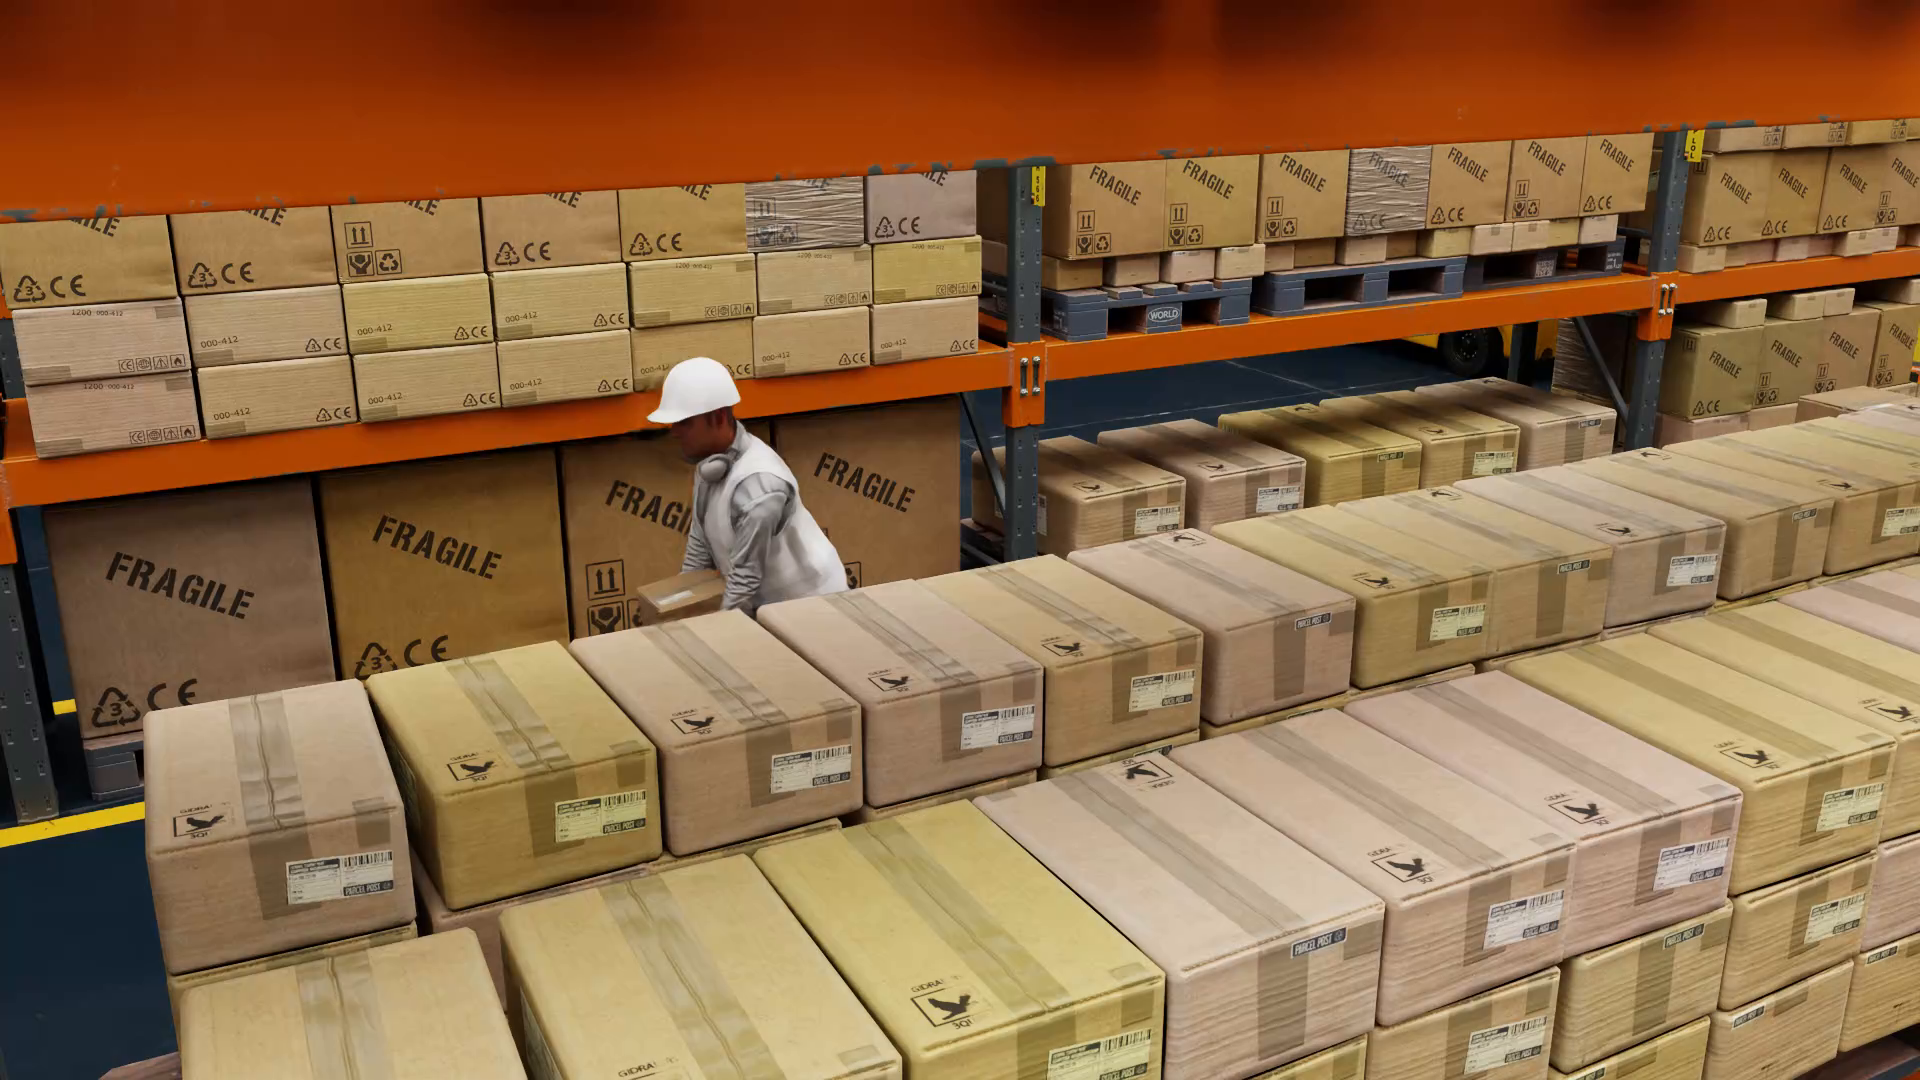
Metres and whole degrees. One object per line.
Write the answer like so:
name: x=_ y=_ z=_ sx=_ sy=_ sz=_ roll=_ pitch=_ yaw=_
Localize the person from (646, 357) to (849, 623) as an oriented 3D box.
person: x=-0.670 y=0.248 z=5.357 sx=0.615 sy=1.722 sz=0.475 roll=-10 pitch=21 yaw=-28
